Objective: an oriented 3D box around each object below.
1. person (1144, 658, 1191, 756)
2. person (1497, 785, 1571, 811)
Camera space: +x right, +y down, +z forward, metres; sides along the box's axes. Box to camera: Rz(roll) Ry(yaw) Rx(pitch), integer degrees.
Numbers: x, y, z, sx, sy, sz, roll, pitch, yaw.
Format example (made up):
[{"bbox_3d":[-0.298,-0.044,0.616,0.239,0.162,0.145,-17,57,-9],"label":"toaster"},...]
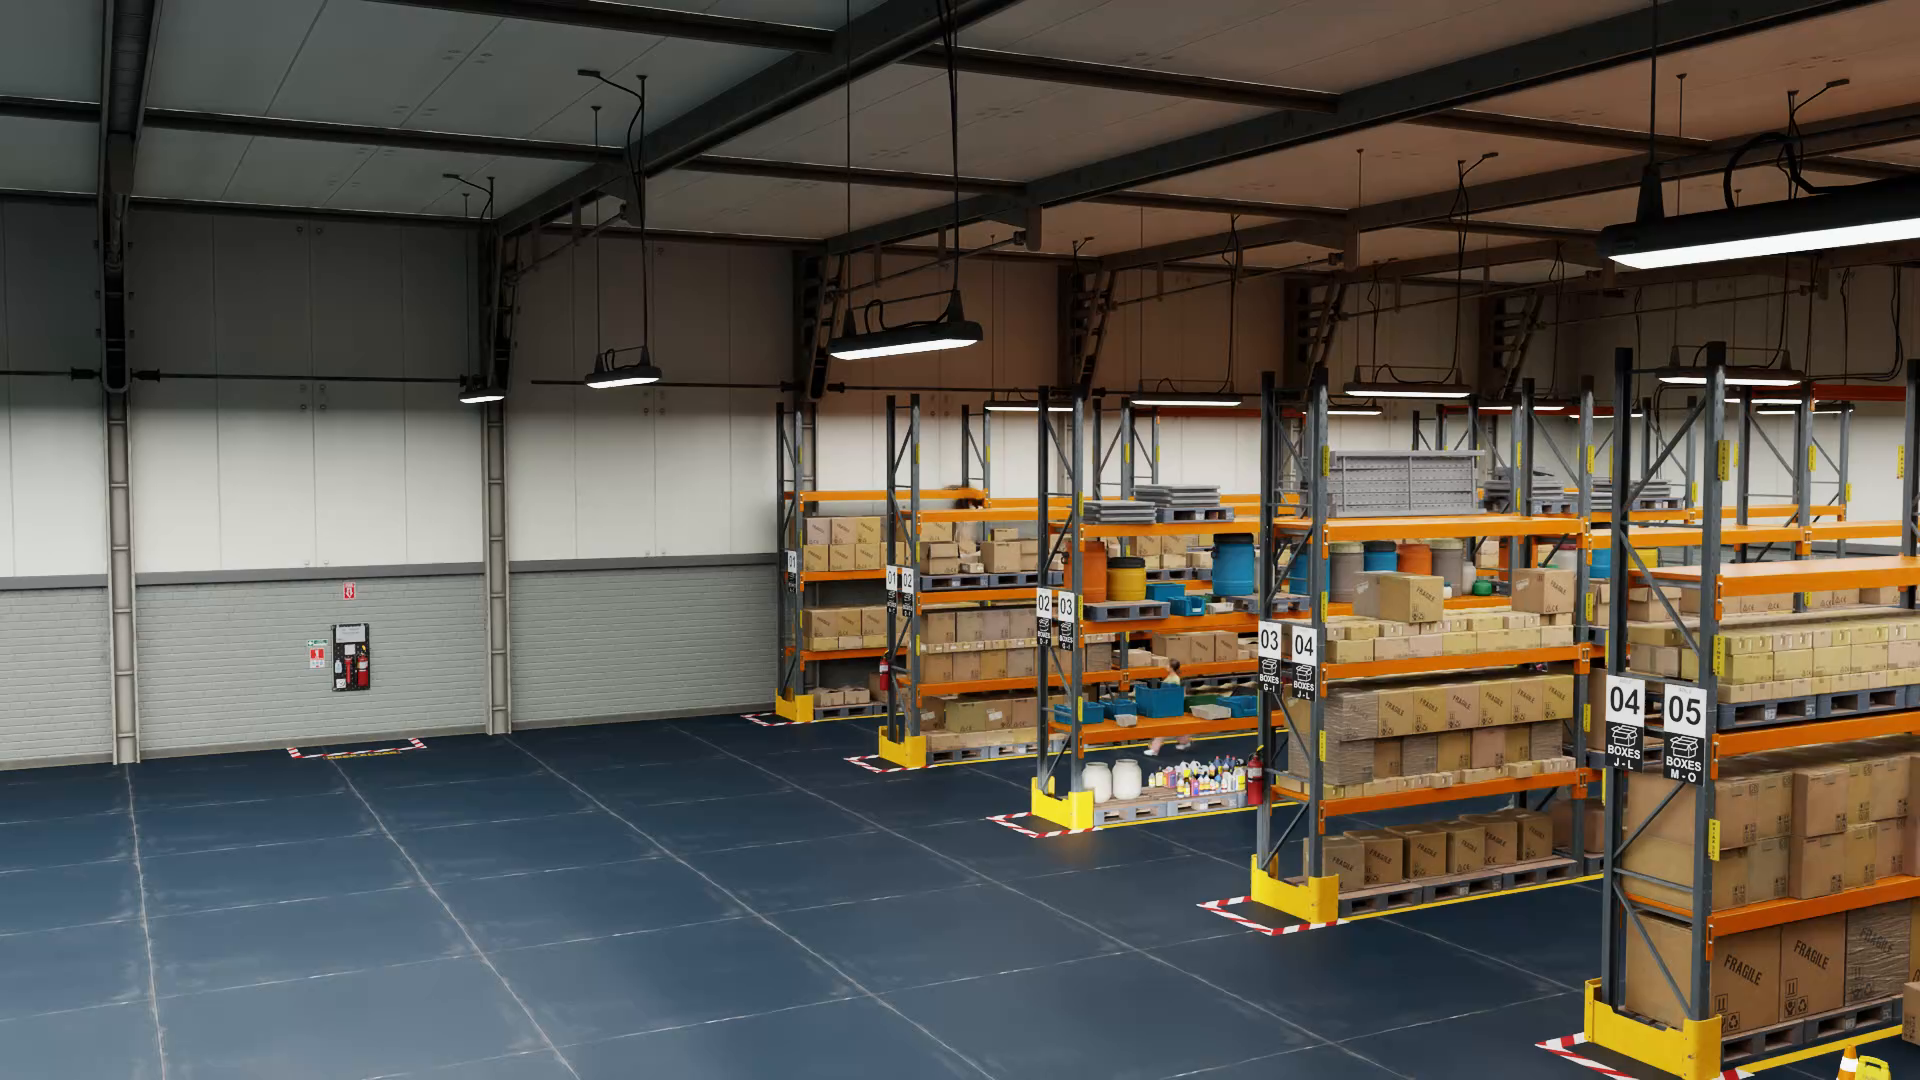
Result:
[{"bbox_3d":[3.484,2.790,27.798,1.029,1.611,0.594,-1,4,-24],"label":"person"},{"bbox_3d":[8.060,2.961,23.135,1.094,1.724,0.539,-1,3,-18],"label":"person"}]
